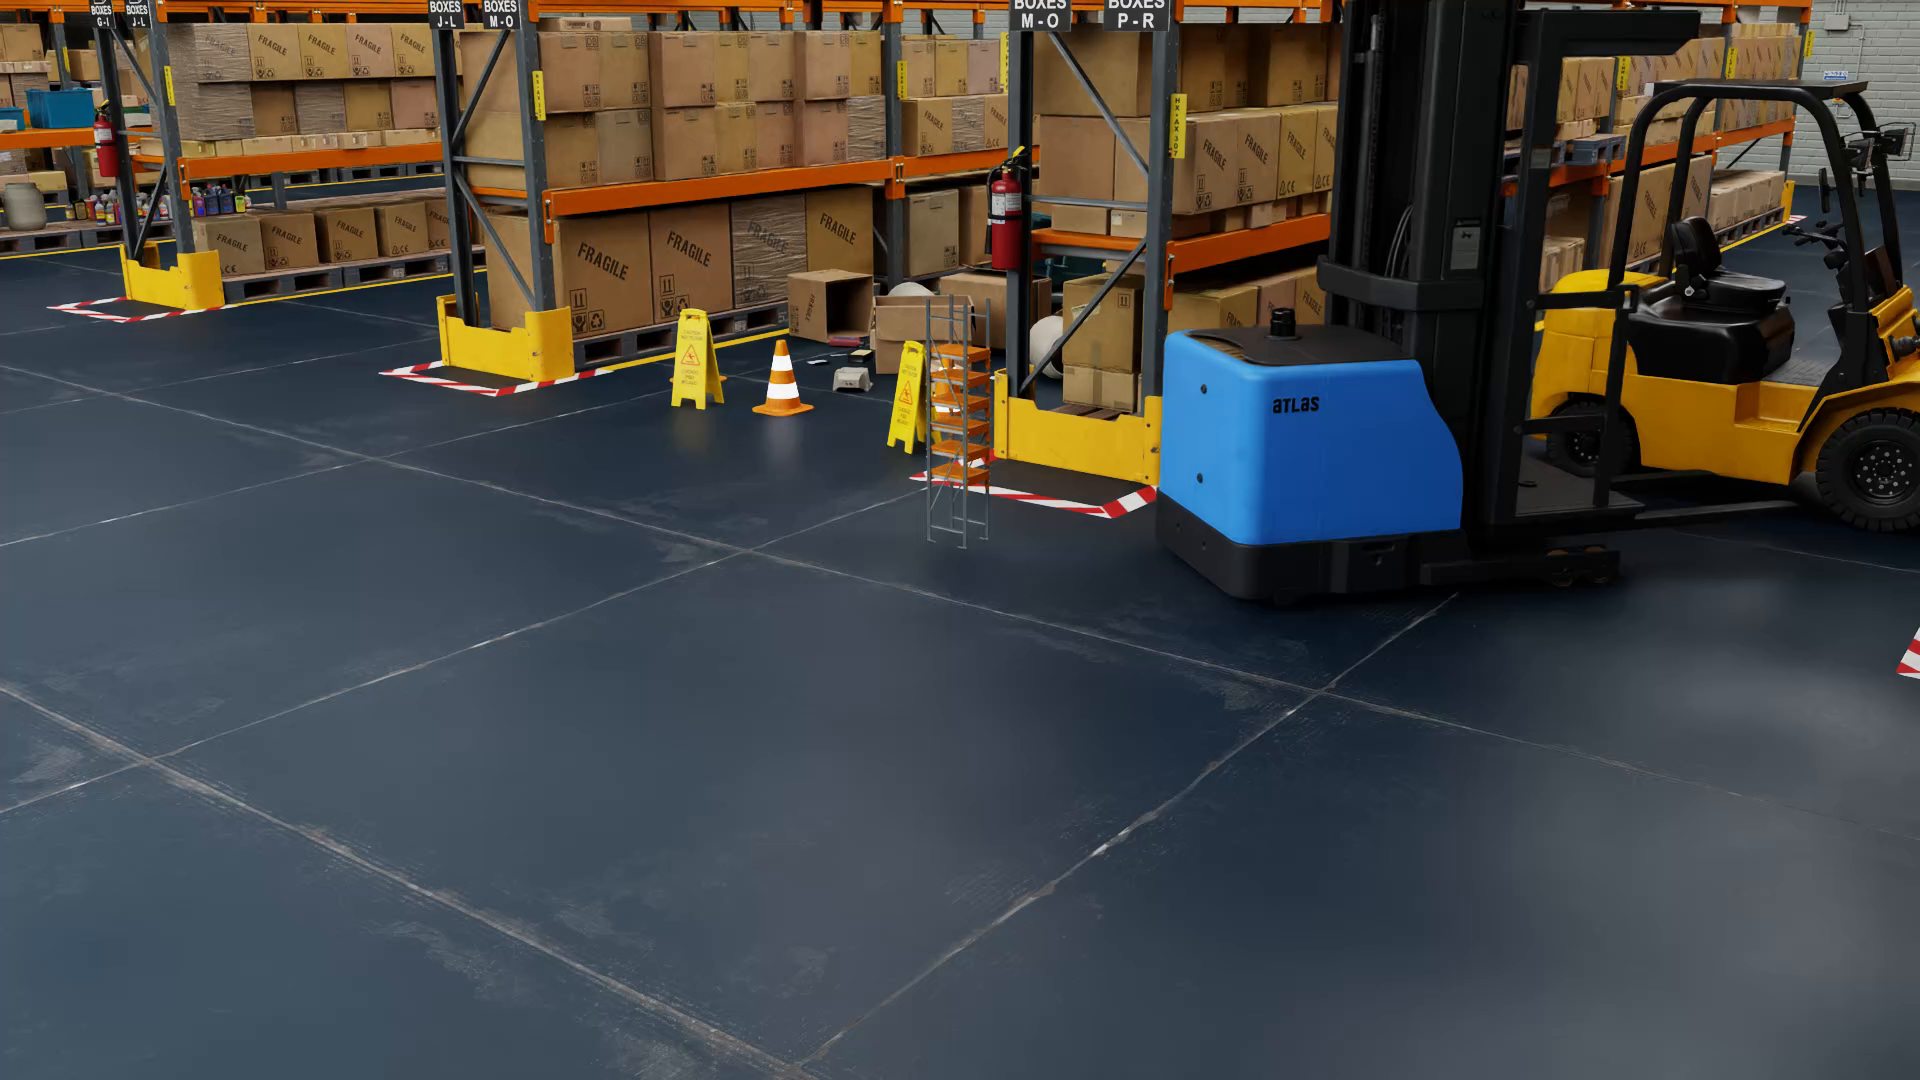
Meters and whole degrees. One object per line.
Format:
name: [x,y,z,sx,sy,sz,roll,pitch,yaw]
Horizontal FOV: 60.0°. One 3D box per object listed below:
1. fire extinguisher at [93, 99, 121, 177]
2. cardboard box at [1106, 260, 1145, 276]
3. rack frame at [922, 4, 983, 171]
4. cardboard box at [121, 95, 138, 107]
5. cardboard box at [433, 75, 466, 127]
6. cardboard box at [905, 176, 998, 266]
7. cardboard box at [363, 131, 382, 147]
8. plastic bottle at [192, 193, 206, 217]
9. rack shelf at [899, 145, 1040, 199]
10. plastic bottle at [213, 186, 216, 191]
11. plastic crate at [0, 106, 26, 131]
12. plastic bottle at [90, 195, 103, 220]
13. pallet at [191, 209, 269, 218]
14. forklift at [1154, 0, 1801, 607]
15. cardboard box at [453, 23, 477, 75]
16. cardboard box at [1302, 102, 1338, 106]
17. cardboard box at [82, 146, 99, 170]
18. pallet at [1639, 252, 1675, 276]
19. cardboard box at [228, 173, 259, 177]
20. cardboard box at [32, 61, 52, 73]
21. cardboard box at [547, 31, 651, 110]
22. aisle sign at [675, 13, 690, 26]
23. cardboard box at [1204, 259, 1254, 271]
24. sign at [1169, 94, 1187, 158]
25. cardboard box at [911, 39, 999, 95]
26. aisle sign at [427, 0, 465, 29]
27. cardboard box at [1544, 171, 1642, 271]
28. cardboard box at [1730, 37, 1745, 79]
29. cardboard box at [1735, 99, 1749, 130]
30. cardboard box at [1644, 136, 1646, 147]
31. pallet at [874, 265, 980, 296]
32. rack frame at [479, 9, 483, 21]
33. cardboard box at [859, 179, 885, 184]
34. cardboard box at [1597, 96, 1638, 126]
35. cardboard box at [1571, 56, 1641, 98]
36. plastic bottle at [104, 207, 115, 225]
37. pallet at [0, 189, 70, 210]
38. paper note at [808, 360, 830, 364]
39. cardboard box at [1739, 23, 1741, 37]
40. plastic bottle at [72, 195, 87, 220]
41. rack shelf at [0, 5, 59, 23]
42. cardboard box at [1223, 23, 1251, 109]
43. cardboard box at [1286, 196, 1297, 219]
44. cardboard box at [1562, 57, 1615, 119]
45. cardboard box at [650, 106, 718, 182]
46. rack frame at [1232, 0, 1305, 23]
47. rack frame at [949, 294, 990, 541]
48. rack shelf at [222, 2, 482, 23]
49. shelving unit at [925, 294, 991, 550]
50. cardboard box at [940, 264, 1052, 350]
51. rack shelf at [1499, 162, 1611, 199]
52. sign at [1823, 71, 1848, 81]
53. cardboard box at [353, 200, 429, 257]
fire extinguisher: [-7.695,-3.619,14.969,0.296,0.674,0.183,12,21,35]
cardboard box: [1.135,-1.742,10.365,0.380,0.149,0.250,13,22,36]
rack frame: [-0.107,-6.460,23.987,1.000,3.000,0.127,12,21,35]
cardboard box: [-12.135,-6.361,24.092,0.380,0.149,0.250,12,21,35]
cardboard box: [-5.518,-4.535,17.119,0.875,0.500,0.500,12,21,35]
cardboard box: [-0.075,-3.173,16.488,1.050,0.750,0.750,12,21,35]
cardboard box: [-5.882,-3.930,16.266,0.380,0.149,0.250,12,21,35]
plastic bottle: [-9.182,-4.046,20.054,0.061,0.283,0.133,14,22,38]
rack shelf: [0.241,-3.787,16.592,1.077,0.370,4.000,12,21,35]
plastic bottle: [-9.393,-4.338,21.014,0.097,0.271,0.097,0,17,0]
plastic crate: [-10.785,-4.731,18.673,0.499,0.251,0.408,12,21,35]
plastic bottle: [-10.234,-3.941,19.715,0.061,0.283,0.133,12,21,35]
pallet: [-9.285,-3.945,20.592,1.003,0.211,1.213,12,21,35]
forklift: [2.516,-1.333,7.595,3.031,2.935,1.130,-5,18,-14]
cardboard box: [-5.218,-4.946,16.758,0.500,0.500,0.500,12,21,35]
cardboard box: [2.413,-2.595,10.872,0.500,0.500,0.500,13,22,36]
cardboard box: [-12.381,-5.515,23.929,0.500,0.311,0.500,13,21,35]
pallet: [6.726,-2.888,17.187,1.003,0.211,1.213,12,21,35]
cardboard box: [-11.168,-5.735,25.581,0.500,0.250,0.500,13,21,36]
cardboard box: [-12.817,-6.561,23.050,0.380,0.149,0.250,12,21,35]
cardboard box: [-2.828,-3.517,12.438,0.875,0.550,0.550,12,21,35]
aisle sign: [-5.391,-10.367,32.187,0.394,0.787,0.004,12,21,35]
cardboard box: [1.584,-1.577,10.927,0.500,0.500,0.500,12,21,33]
sign: [1.138,-2.168,8.707,0.100,0.325,0.005,12,21,35]
cardboard box: [-0.053,-4.541,15.956,0.700,0.500,0.500,13,21,35]
aisle sign: [-3.617,-3.979,11.614,0.394,0.787,0.004,12,21,35]
cardboard box: [5.947,-3.091,16.016,0.875,0.875,0.875,12,21,34]
cardboard box: [8.330,-5.304,18.412,0.500,0.500,0.500,13,21,35]
cardboard box: [8.645,-4.941,18.928,0.500,0.500,0.500,13,21,35]
cardboard box: [6.254,-3.882,15.939,0.500,0.250,0.500,12,21,33]
pallet: [-0.551,-2.519,16.000,1.003,0.211,1.213,12,21,35]
rack frame: [-6.468,-6.382,23.738,1.000,3.000,0.127,12,21,35]
cardboard box: [-1.525,-5.064,22.369,1.225,0.875,0.875,12,21,35]
cardboard box: [5.969,-4.000,15.476,0.500,0.250,0.500,12,21,34]
cardboard box: [5.959,-4.355,15.356,0.500,0.500,0.500,12,21,33]
plastic bottle: [-9.842,-3.752,19.244,0.097,0.201,0.097,0,17,0]
pallet: [-13.335,-4.792,23.319,1.003,0.211,1.213,12,21,35]
paper note: [-1.061,-1.346,12.529,0.142,0.017,0.144,-11,20,-32]
cardboard box: [8.507,-5.705,18.609,0.380,0.149,0.250,12,21,34]
plastic bottle: [-10.438,-3.936,19.698,0.061,0.283,0.133,13,22,36]
rack shelf: [-14.019,-6.918,21.619,1.077,0.370,4.000,12,21,35]
cardboard box: [1.360,-2.937,10.287,0.700,0.500,0.500,12,21,34]
cardboard box: [1.857,-2.080,10.306,0.380,0.149,0.250,13,22,37]
cardboard box: [5.421,-3.989,14.652,0.500,0.500,0.500,12,21,33]
cardboard box: [-2.404,-3.115,12.964,0.875,0.550,0.550,12,21,35]
rack frame: [3.816,-5.559,21.087,1.000,3.000,0.127,12,21,35]
rack frame: [0.046,-0.591,8.125,0.240,1.200,0.006,12,21,35]
rack shelf: [-7.660,-6.995,21.866,1.077,0.370,4.000,12,21,35]
shelving unit: [-0.009,-0.570,8.055,0.258,1.200,0.189,12,21,35]
cardboard box: [0.266,-1.813,13.004,0.797,0.637,0.503,12,21,35]
rack shelf: [4.277,-2.936,13.853,1.077,0.370,4.000,12,21,35]
sign: [13.574,-7.161,25.788,0.327,0.218,0.001,12,21,35]
cardboard box: [-5.786,-3.173,16.911,0.500,0.500,0.500,10,20,30]
